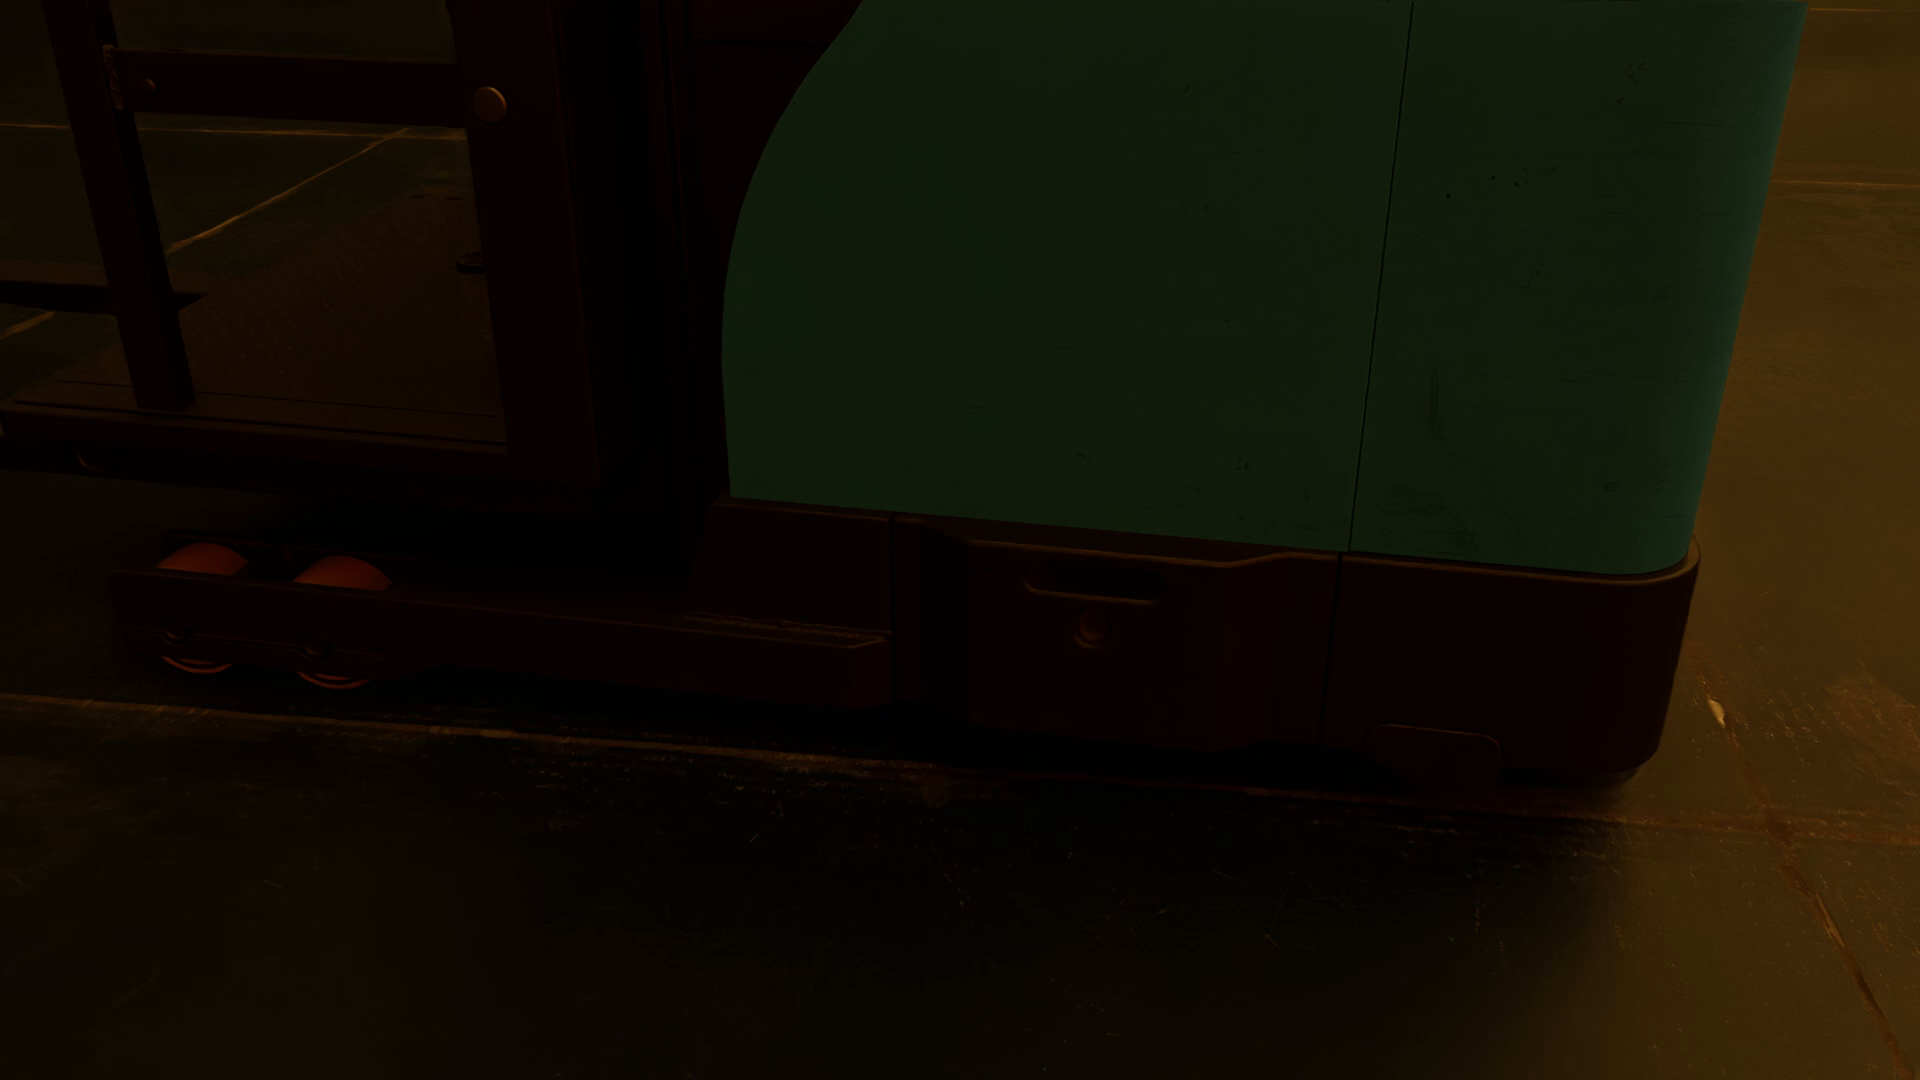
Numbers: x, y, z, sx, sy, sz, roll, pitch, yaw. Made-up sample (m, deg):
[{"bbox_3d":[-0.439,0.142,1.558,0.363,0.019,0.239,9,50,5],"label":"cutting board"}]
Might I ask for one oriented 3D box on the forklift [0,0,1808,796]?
[{"bbox_3d":[-0.604,-1.345,1.913,3.031,2.935,1.130,5,27,10],"label":"forklift"}]
